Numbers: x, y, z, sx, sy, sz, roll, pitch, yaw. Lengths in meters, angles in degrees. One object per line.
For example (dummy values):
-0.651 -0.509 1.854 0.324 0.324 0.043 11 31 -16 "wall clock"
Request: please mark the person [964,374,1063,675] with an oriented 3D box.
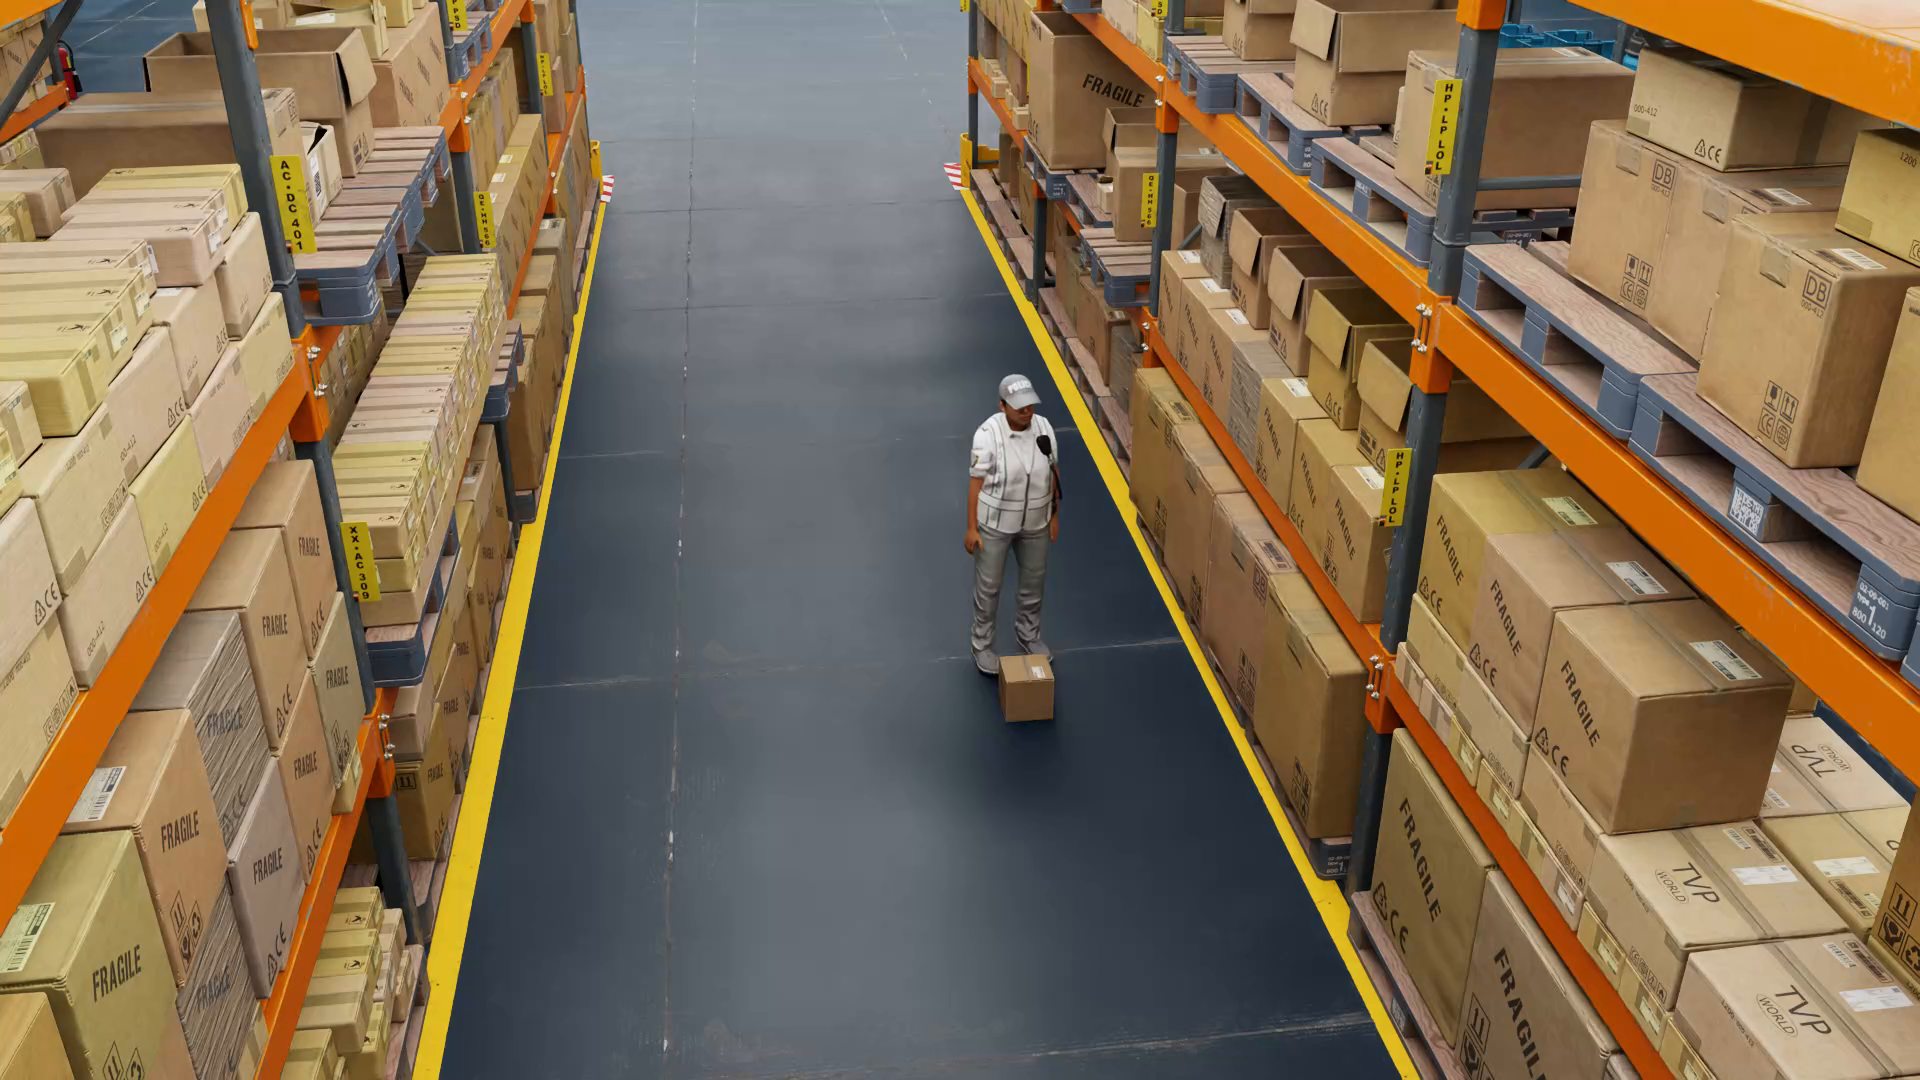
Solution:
0.278 -0.094 8.756 0.533 1.669 0.391 -8 28 -16 "person"
